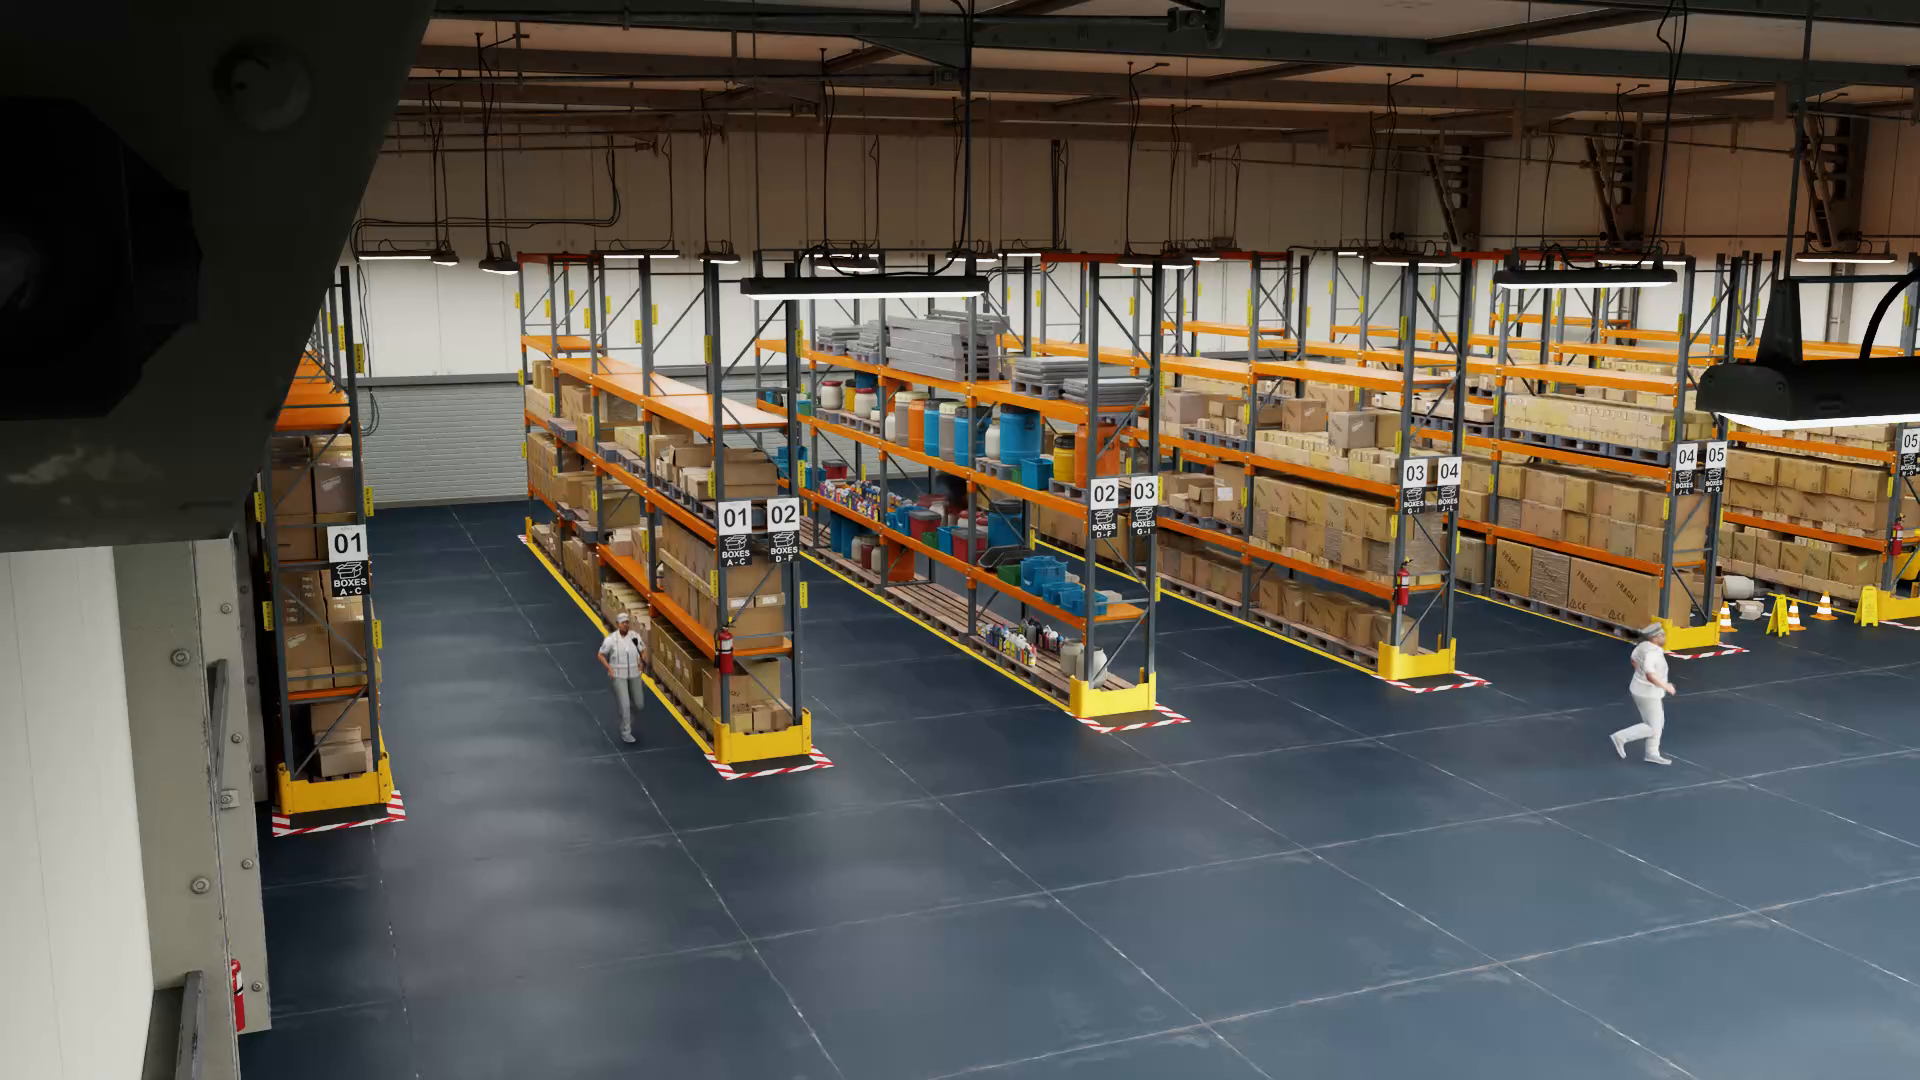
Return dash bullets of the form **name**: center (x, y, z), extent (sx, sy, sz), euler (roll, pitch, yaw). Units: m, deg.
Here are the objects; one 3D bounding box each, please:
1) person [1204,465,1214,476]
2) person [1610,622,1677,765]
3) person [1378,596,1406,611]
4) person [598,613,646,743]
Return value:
- **person**: center (6.280, -1.957, 41.214), extent (0.691, 1.627, 0.645), euler (7, 13, 35)
- **person**: center (8.268, 1.850, 20.124), extent (0.782, 1.778, 0.668), euler (1, 10, 7)
- **person**: center (7.446, 0.245, 28.599), extent (0.669, 1.793, 0.900), euler (-5, 12, -27)
- **person**: center (-4.265, 1.721, 21.130), extent (0.613, 1.620, 0.646), euler (-5, 12, -27)
